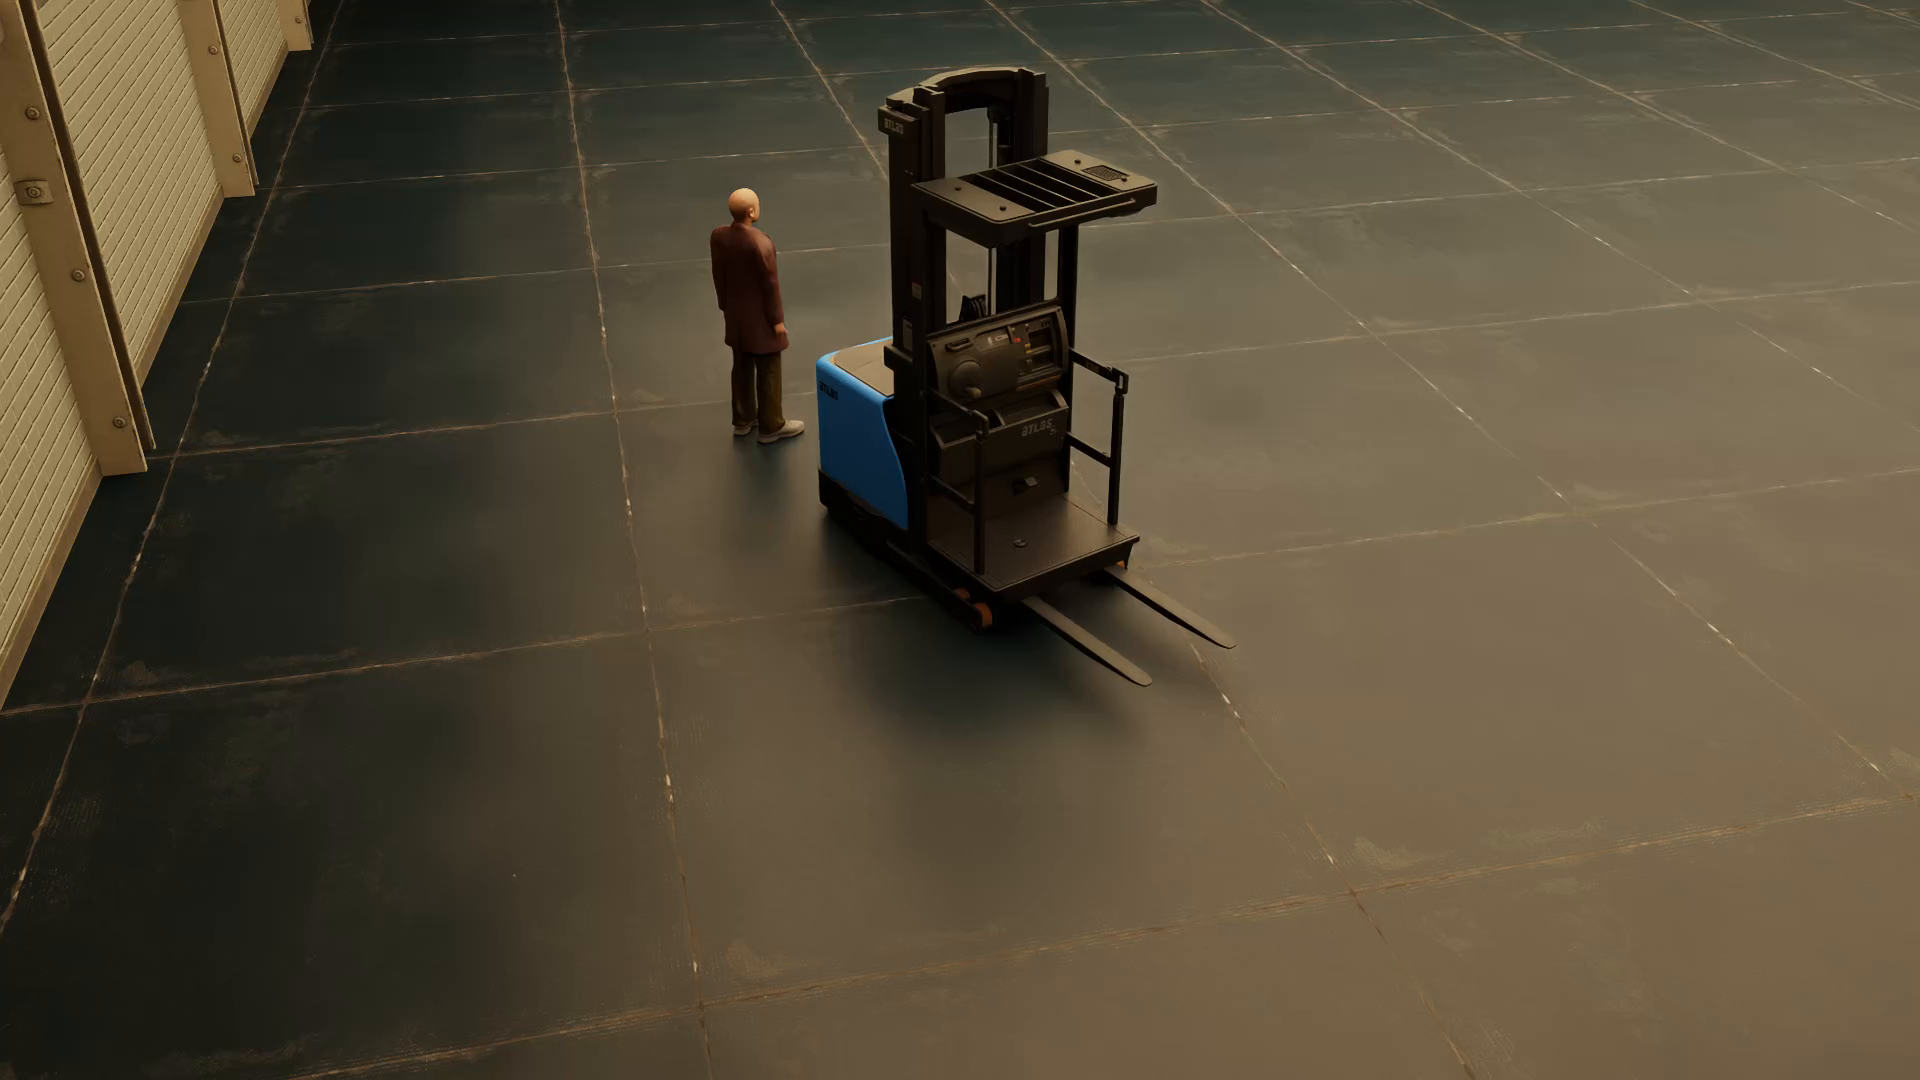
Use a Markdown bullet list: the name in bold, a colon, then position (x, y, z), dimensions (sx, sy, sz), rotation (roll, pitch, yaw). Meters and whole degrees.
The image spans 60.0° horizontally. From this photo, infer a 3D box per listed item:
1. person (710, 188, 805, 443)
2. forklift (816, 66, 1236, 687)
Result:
- **person**: position (-1.400, -1.456, 11.458), dimensions (0.558, 1.559, 0.375), rotation (20, 35, 30)
- **forklift**: position (0.355, -1.021, 9.338), dimensions (1.130, 2.935, 3.031), rotation (-20, 35, -30)
